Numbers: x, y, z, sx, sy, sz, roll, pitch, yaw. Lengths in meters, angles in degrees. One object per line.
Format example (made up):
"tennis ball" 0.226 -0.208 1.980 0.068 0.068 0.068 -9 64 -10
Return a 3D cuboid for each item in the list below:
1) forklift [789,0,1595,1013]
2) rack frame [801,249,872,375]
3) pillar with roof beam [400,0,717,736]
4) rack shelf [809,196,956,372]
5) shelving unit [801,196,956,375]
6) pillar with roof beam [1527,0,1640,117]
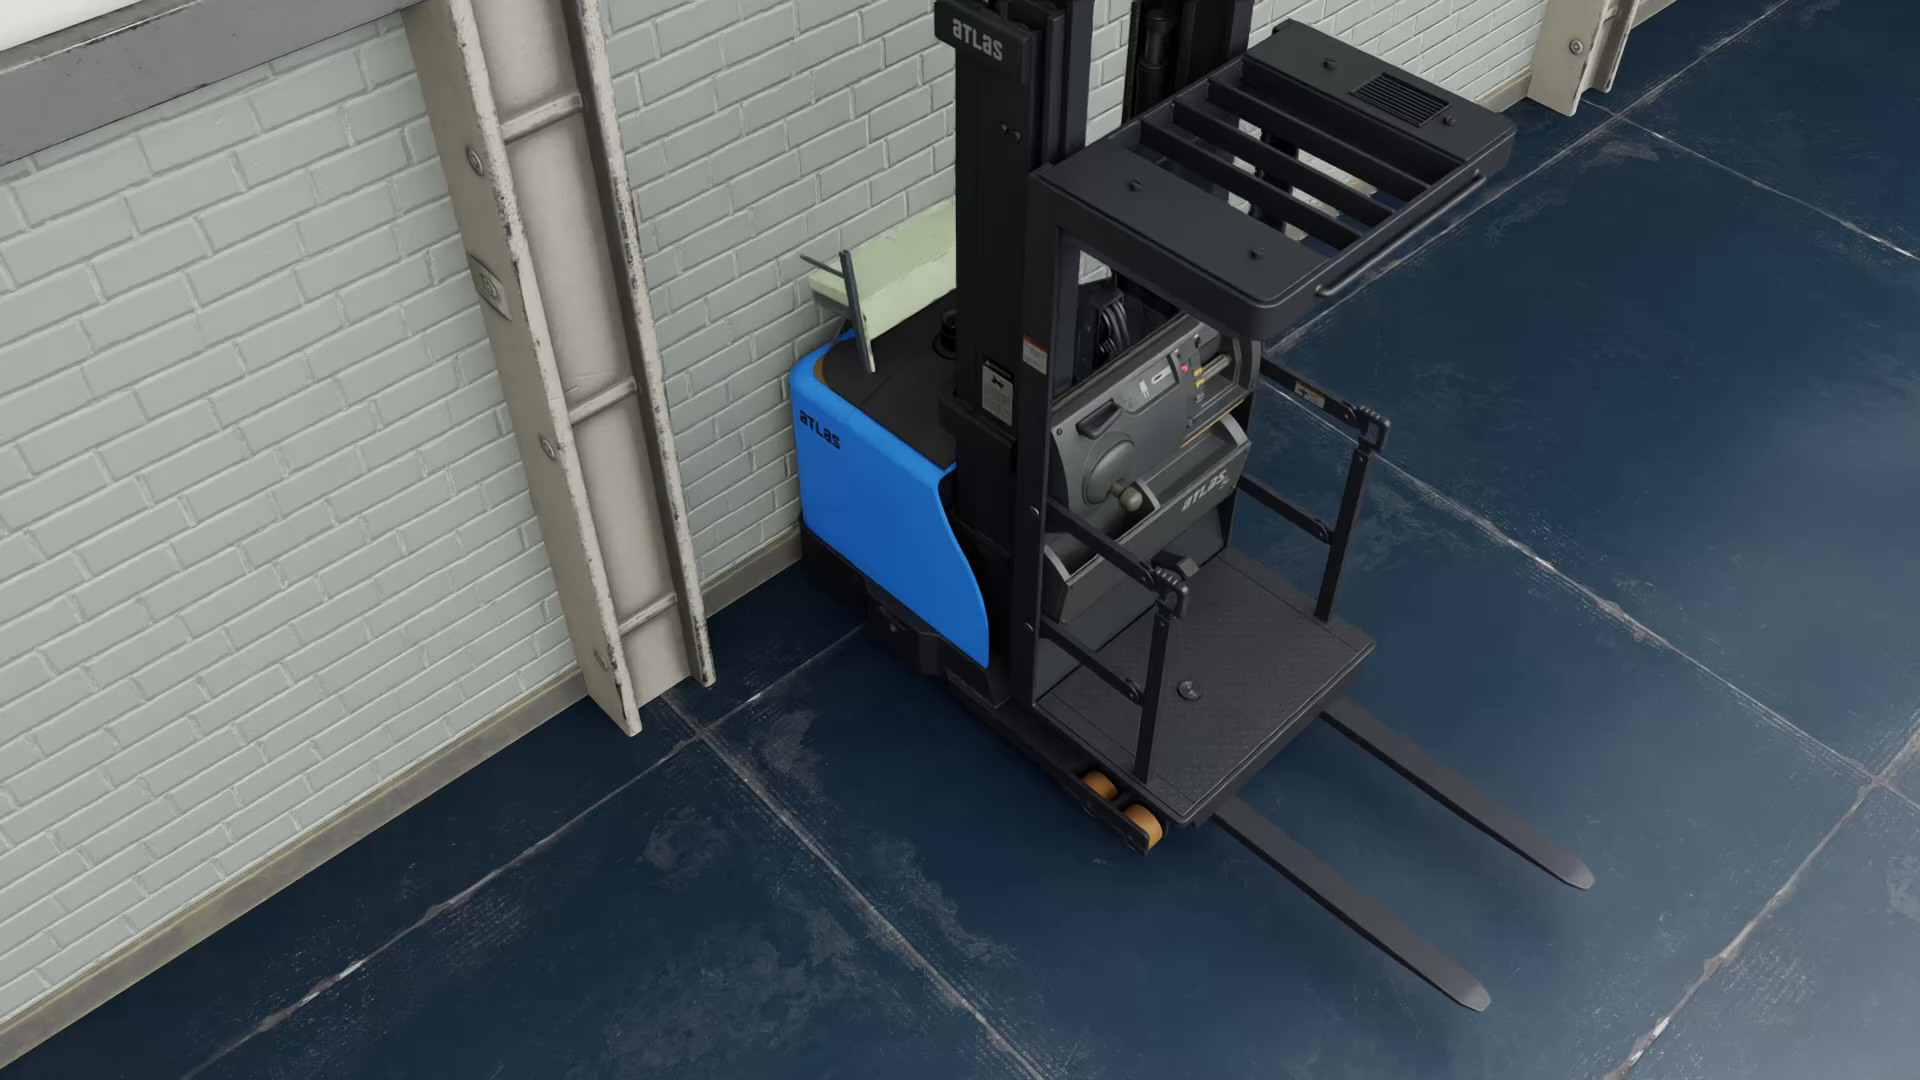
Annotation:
"forklift" 0.773 -0.353 5.082 1.130 2.935 3.031 -36 57 -29
"rack frame" -0.416 -0.457 6.094 0.023 1.500 0.400 -36 46 -28
"pillar with roof beam" 1.733 -0.170 0.784 0.400 9.000 9.100 -34 56 -27
"rack shelf" -0.202 -0.941 6.018 0.720 0.370 0.431 -36 46 -28
"shelving unit" -0.154 -0.645 6.267 0.755 1.500 0.431 -36 46 -28
"pillar with roof beam" 6.172 -3.136 3.521 0.400 9.000 9.100 -34 56 -27
